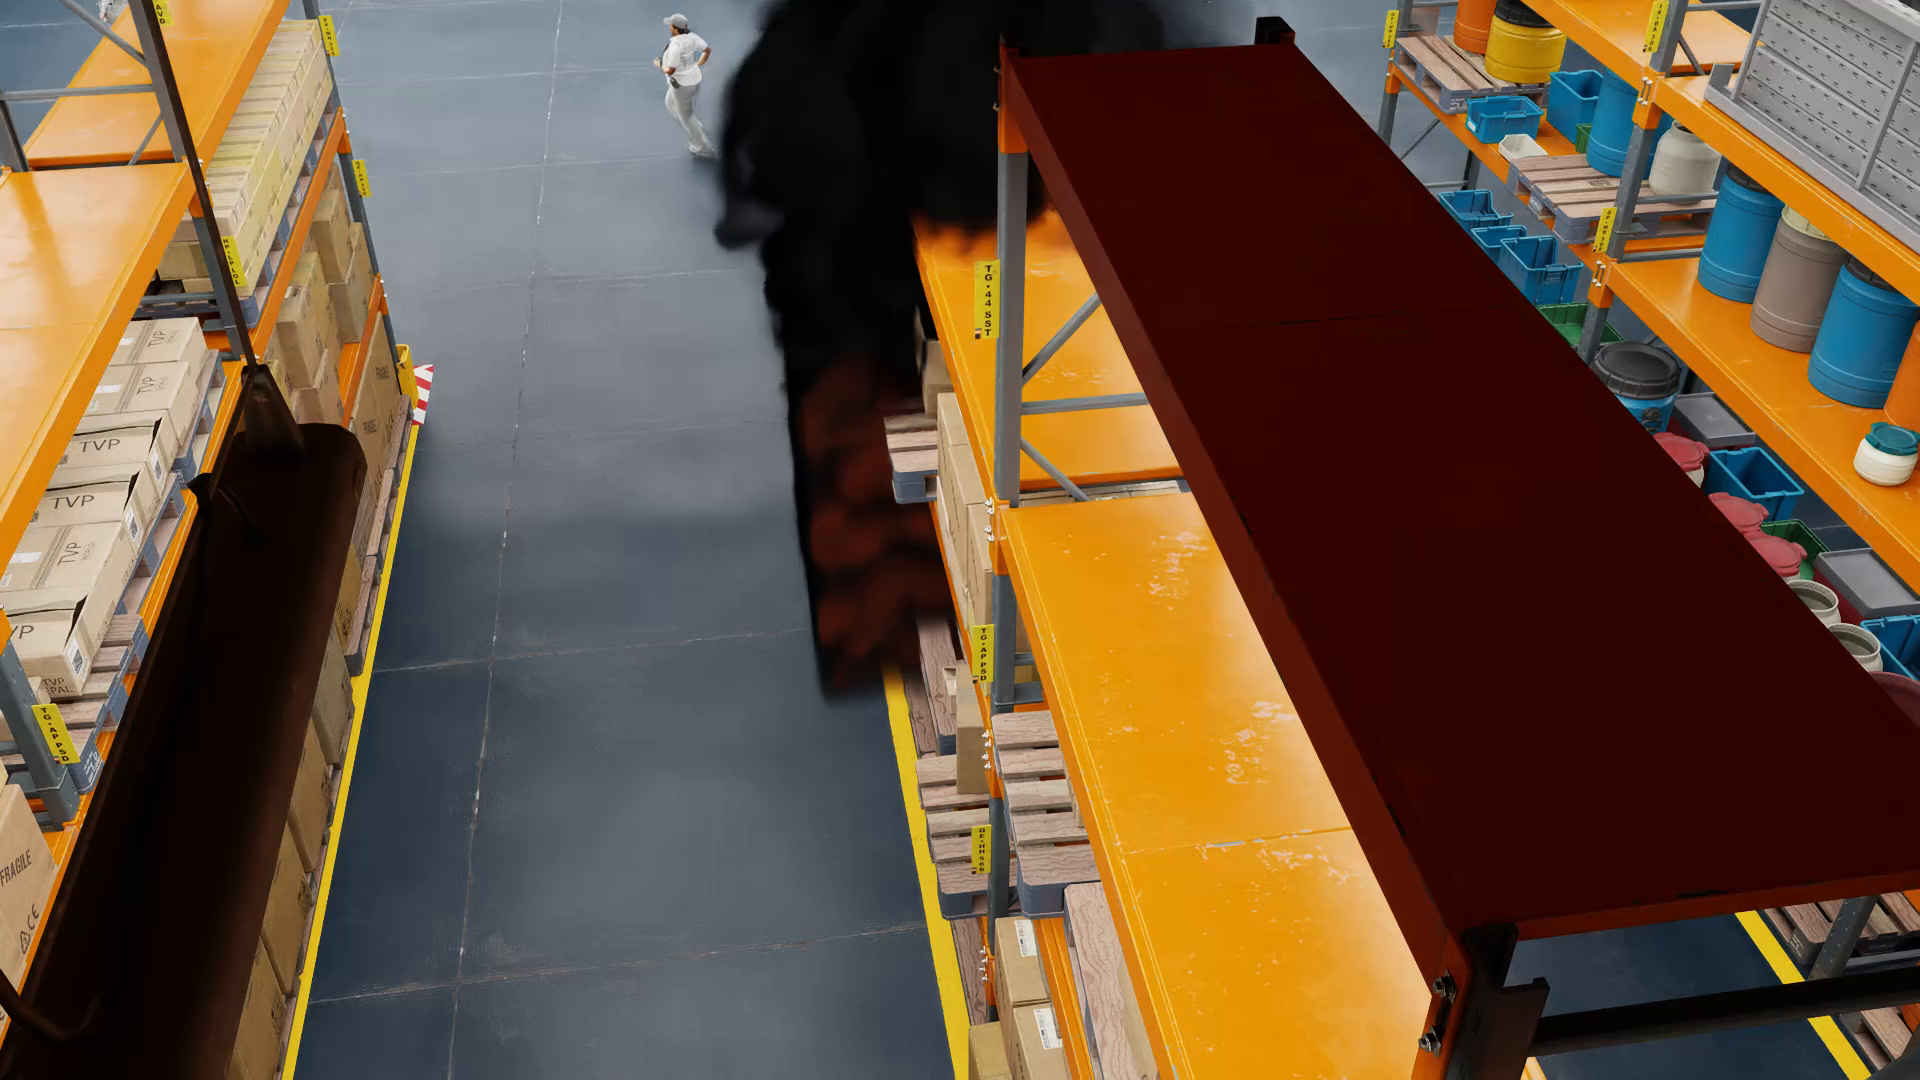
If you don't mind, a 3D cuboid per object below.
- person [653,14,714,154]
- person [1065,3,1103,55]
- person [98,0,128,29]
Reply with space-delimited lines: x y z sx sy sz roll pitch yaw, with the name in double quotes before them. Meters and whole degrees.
"person" -3.215 -5.270 19.233 0.653 1.660 0.578 8 37 11
"person" 1.451 -5.414 19.421 0.637 1.680 0.636 13 38 17
"person" -10.602 -6.525 20.998 0.839 1.587 0.538 15 39 20
